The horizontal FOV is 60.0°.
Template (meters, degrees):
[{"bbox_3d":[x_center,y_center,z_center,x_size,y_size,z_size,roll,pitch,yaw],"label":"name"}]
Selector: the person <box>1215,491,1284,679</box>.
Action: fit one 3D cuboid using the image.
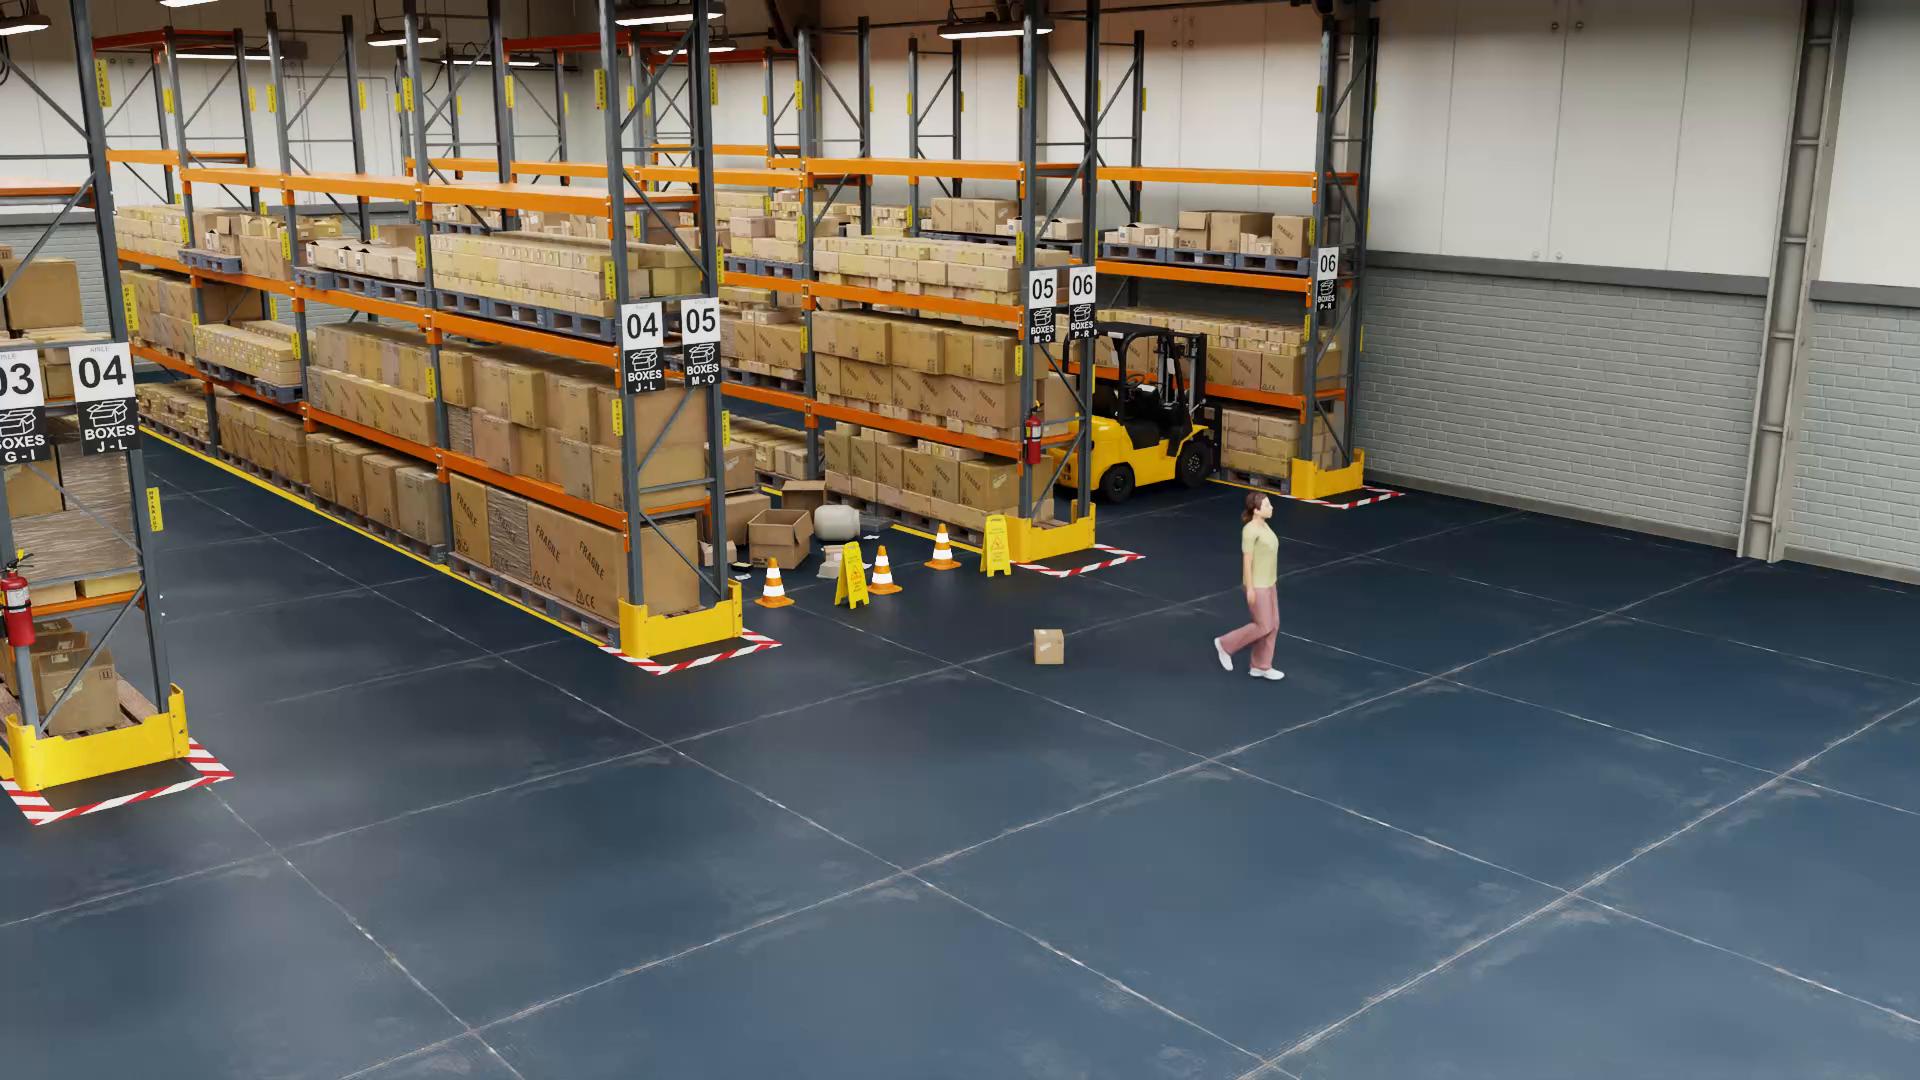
[{"bbox_3d":[2.539,0.388,14.391,0.594,1.658,0.445,8,16,29],"label":"person"}]
